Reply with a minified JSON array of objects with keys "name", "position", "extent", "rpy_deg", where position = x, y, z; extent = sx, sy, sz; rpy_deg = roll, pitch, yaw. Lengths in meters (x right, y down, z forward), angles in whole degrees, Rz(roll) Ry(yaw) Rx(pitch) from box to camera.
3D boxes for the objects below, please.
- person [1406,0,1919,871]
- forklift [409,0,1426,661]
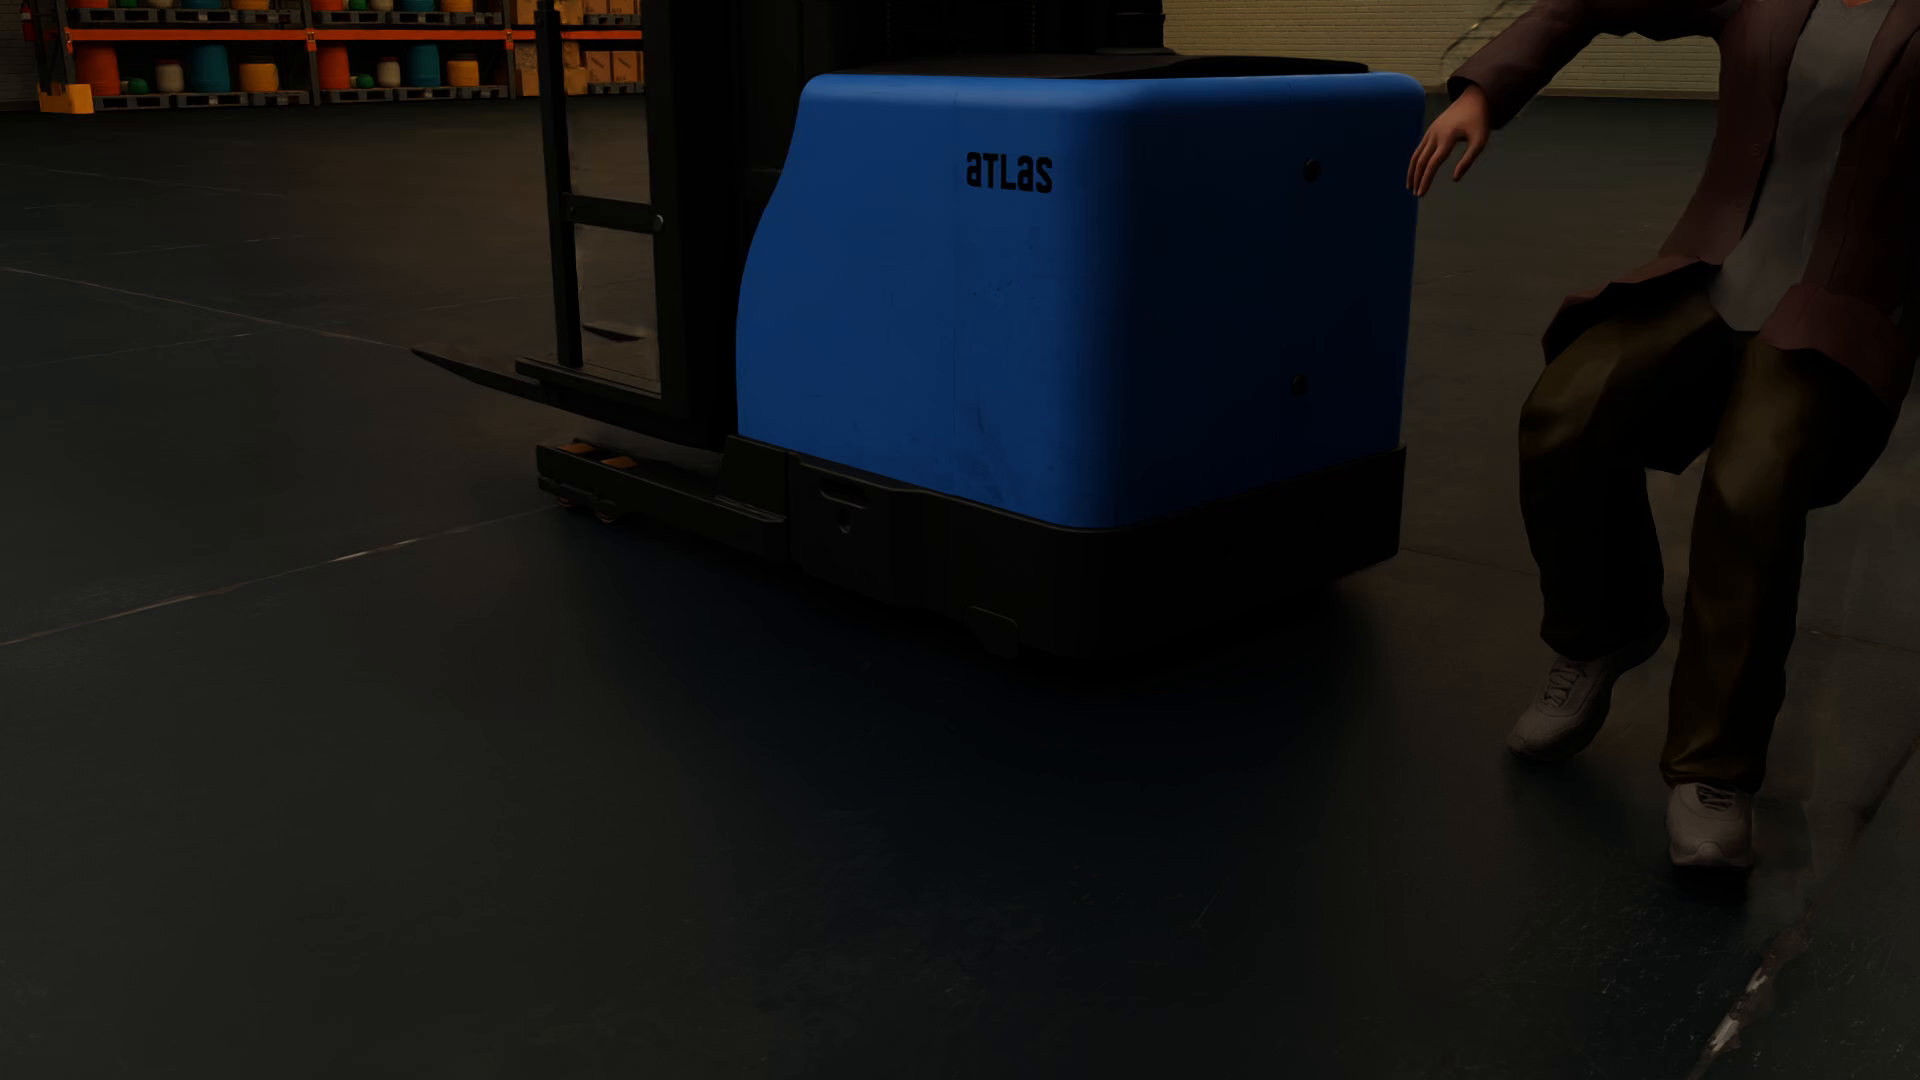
[{"name":"person","position":[1.155,-0.357,2.508],"extent":[1.118,1.522,0.872],"rpy_deg":[14,22,38]},{"name":"forklift","position":[-0.422,-1.531,3.939],"extent":[1.130,2.935,3.031],"rpy_deg":[-15,23,-41]}]
